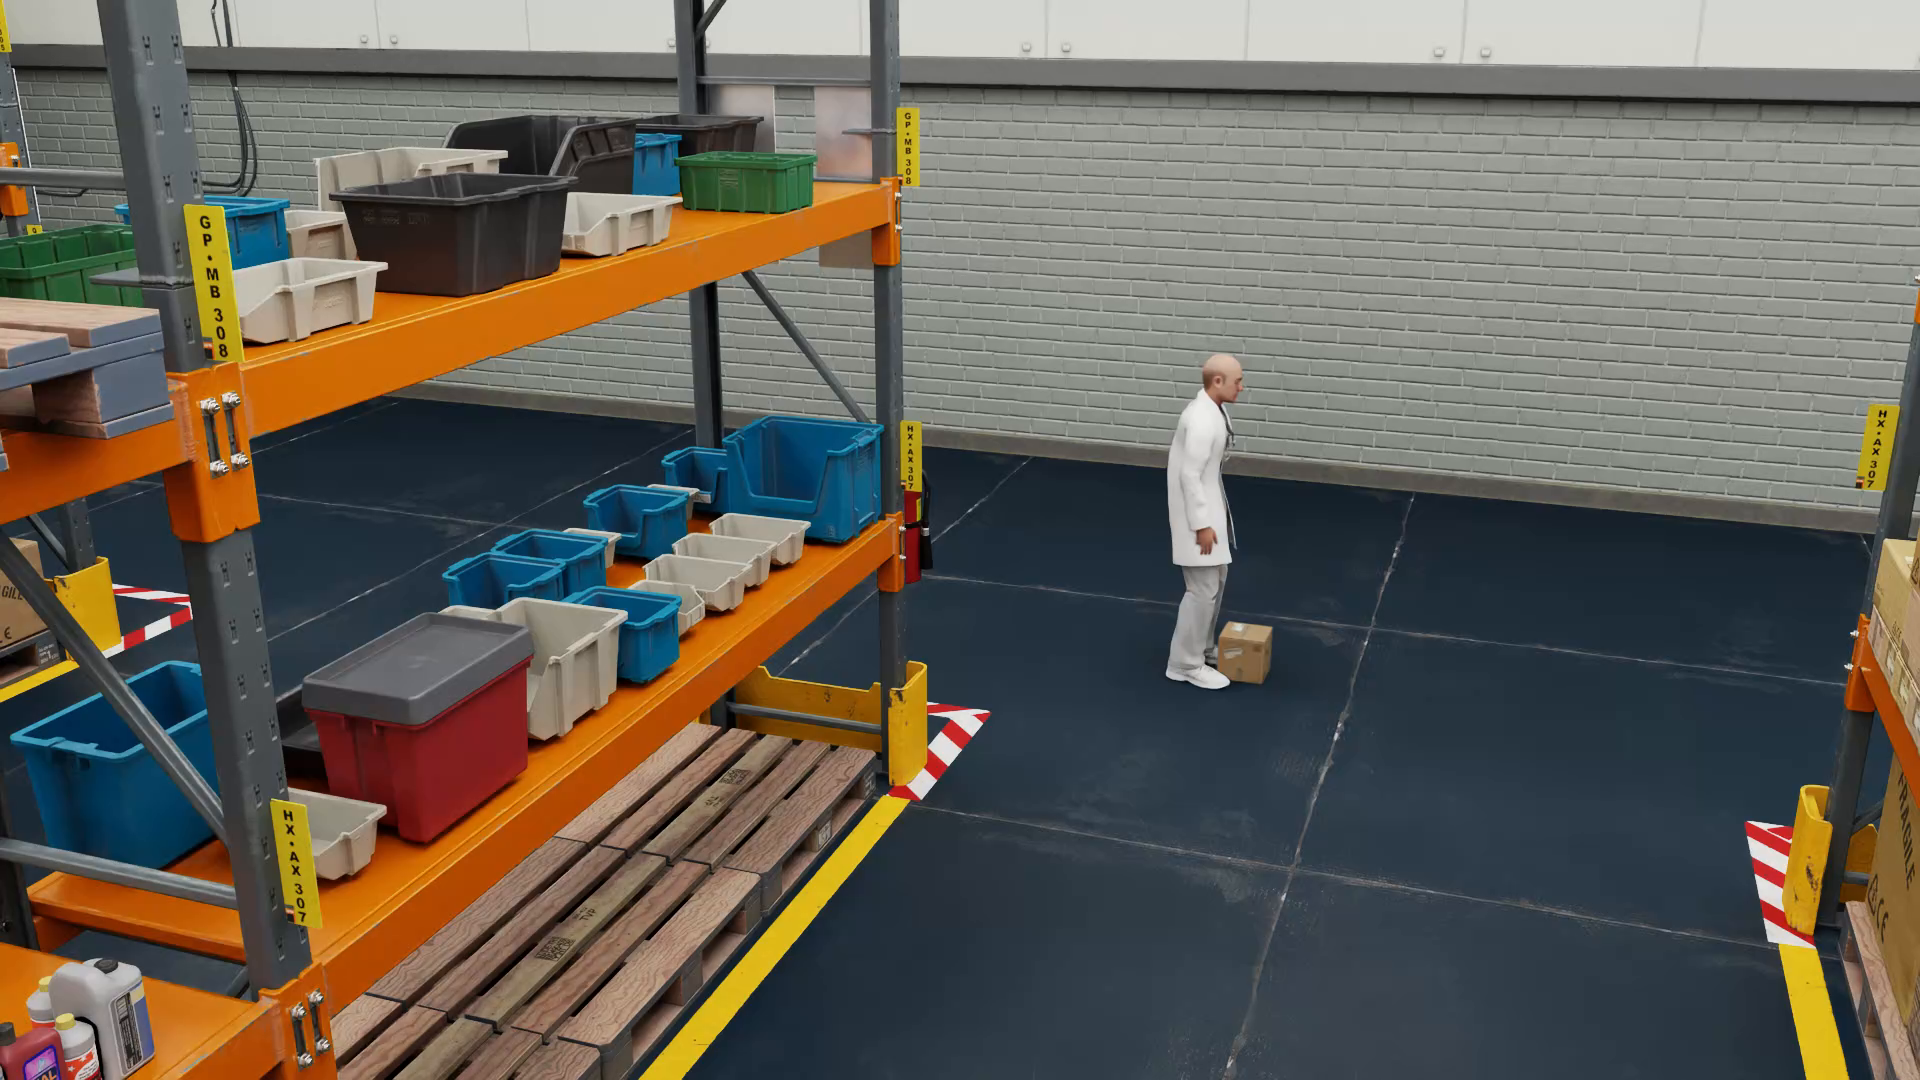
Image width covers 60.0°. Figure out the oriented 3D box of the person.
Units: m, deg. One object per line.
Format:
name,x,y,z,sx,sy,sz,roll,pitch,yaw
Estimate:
person,1.325,-0.126,8.965,0.427,1.773,0.631,6,19,16
